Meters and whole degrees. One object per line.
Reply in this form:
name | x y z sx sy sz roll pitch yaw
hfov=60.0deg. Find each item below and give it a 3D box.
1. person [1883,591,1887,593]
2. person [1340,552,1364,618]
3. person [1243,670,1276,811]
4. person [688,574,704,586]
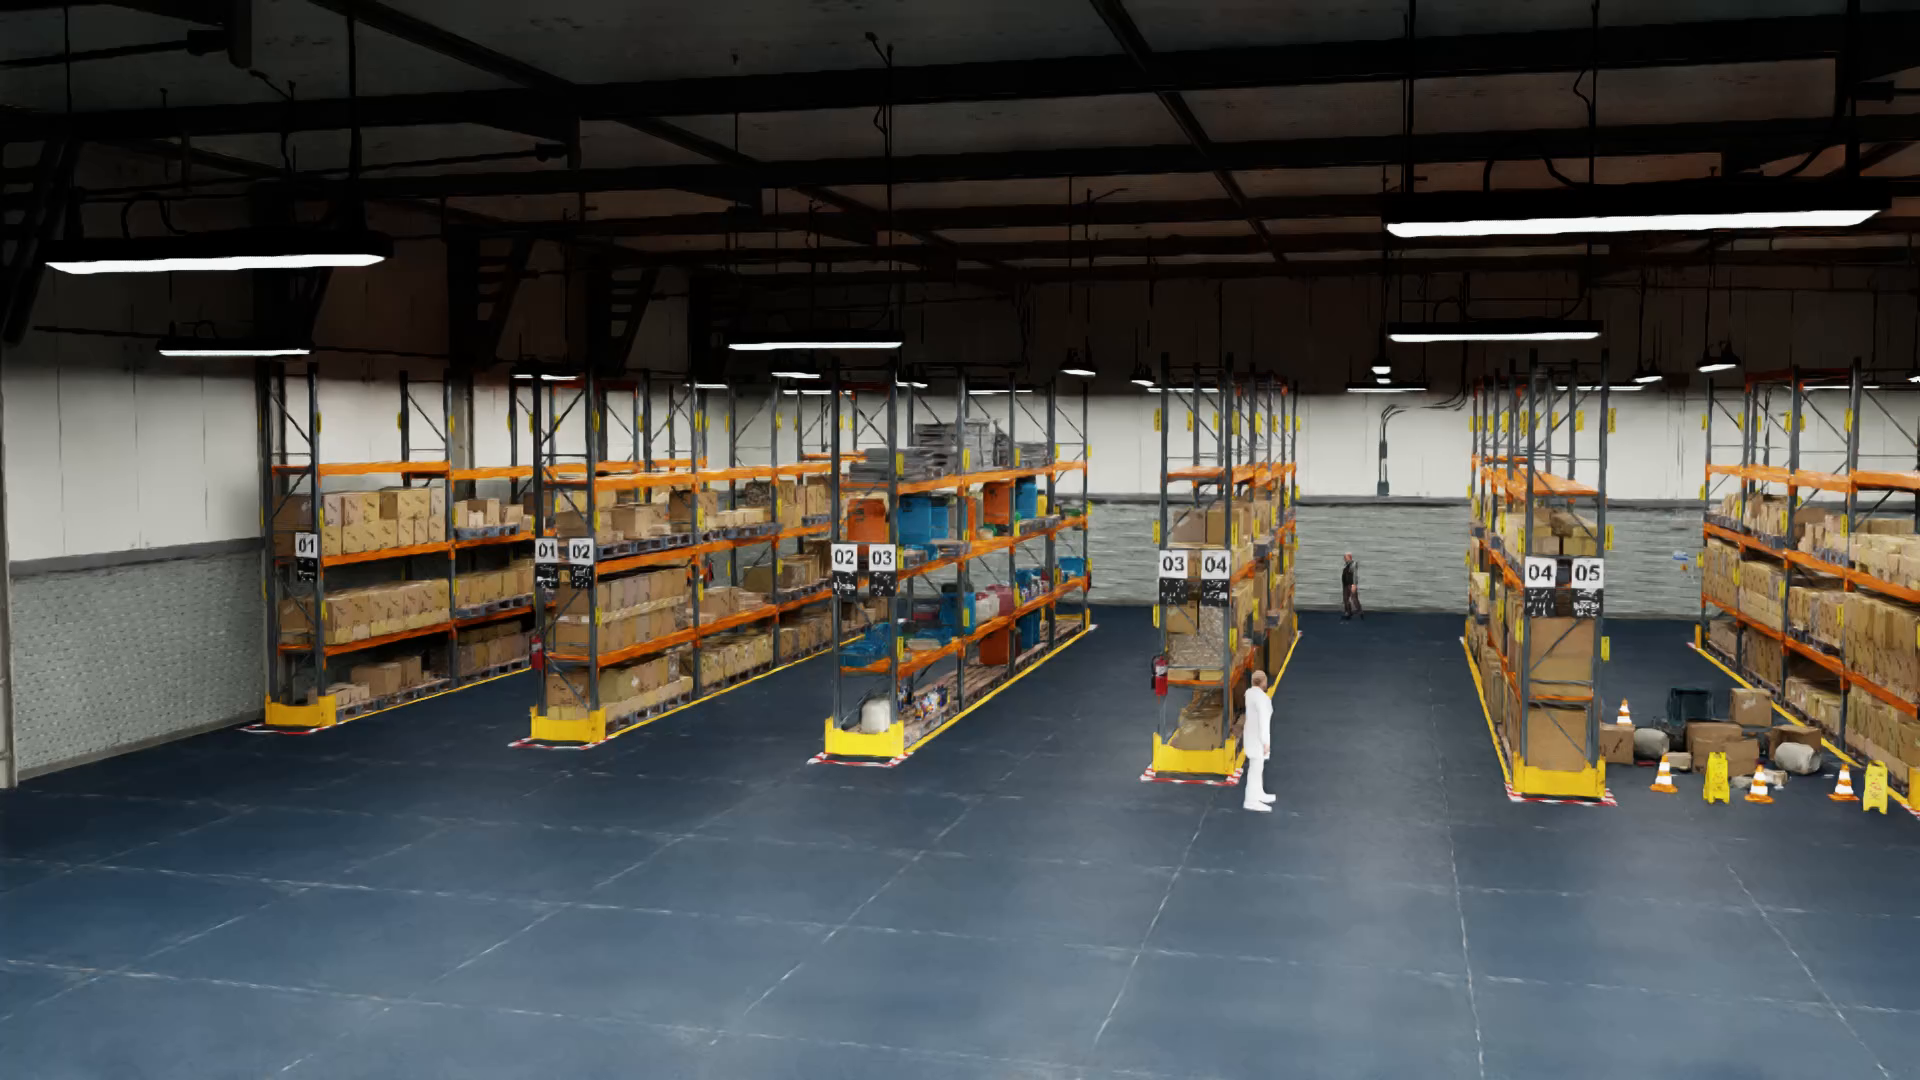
person | 18.636 1.794 33.545 0.558 1.661 0.577 3 5 35
person | 10.076 1.157 42.679 0.544 1.707 0.632 -1 4 -13
person | 3.912 2.575 21.583 0.522 1.790 0.652 -1 4 -8
person | -6.957 0.999 44.240 0.734 1.754 0.567 -4 5 -43
